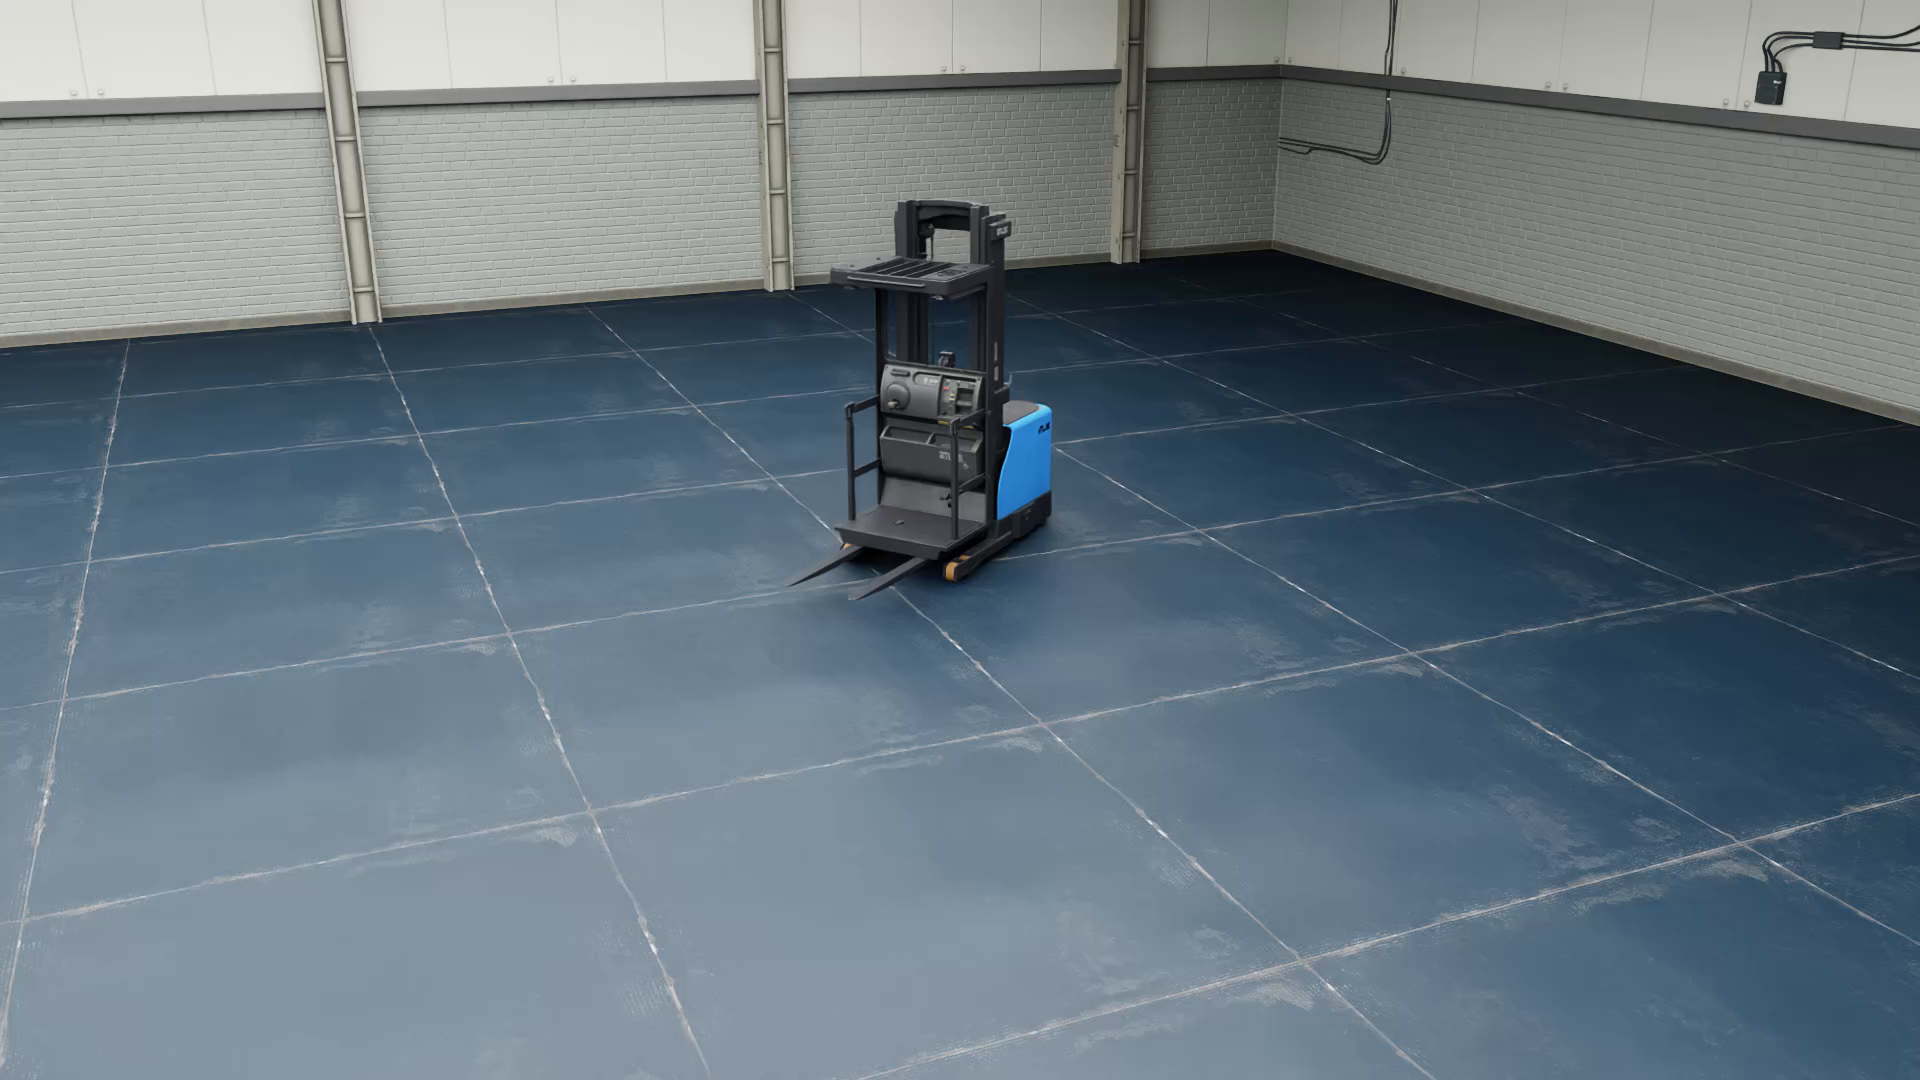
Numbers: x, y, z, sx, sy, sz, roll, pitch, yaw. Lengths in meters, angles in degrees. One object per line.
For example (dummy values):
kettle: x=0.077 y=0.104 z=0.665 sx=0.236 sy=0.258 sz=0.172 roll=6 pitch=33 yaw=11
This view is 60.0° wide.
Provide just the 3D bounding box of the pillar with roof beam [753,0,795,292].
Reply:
pillar with roof beam: x=-1.060 y=-6.774 z=20.212 sx=0.400 sy=9.000 sz=9.100 roll=-8 pitch=21 yaw=-22

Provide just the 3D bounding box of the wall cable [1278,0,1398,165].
wall cable: x=5.973 y=-7.396 z=26.653 sx=0.112 sy=2.526 sz=3.097 roll=-8 pitch=21 yaw=-22

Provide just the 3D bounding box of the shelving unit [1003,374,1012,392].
shelving unit: x=0.283 y=-0.937 z=15.353 sx=0.258 sy=1.200 sz=0.189 roll=9 pitch=11 yaw=25

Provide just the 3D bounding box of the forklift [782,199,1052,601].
forklift: x=-0.343 y=-1.208 z=13.540 sx=1.130 sy=2.935 sz=3.031 roll=11 pitch=22 yaw=28

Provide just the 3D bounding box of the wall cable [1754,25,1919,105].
wall cable: x=9.719 y=-7.568 z=17.344 sx=0.169 sy=6.003 sz=2.305 roll=-8 pitch=21 yaw=-22

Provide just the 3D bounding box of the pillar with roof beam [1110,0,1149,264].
pillar with roof beam: x=4.449 y=-7.563 z=22.453 sx=0.400 sy=9.000 sz=9.100 roll=-8 pitch=21 yaw=-22

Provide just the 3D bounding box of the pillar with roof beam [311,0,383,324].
pillar with roof beam: x=-6.569 y=-5.985 z=17.970 sx=0.400 sy=9.000 sz=9.100 roll=-8 pitch=21 yaw=-22

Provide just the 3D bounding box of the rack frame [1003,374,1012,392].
rack frame: x=0.323 y=-0.949 z=15.434 sx=0.240 sy=1.200 sz=0.006 roll=9 pitch=11 yaw=25
